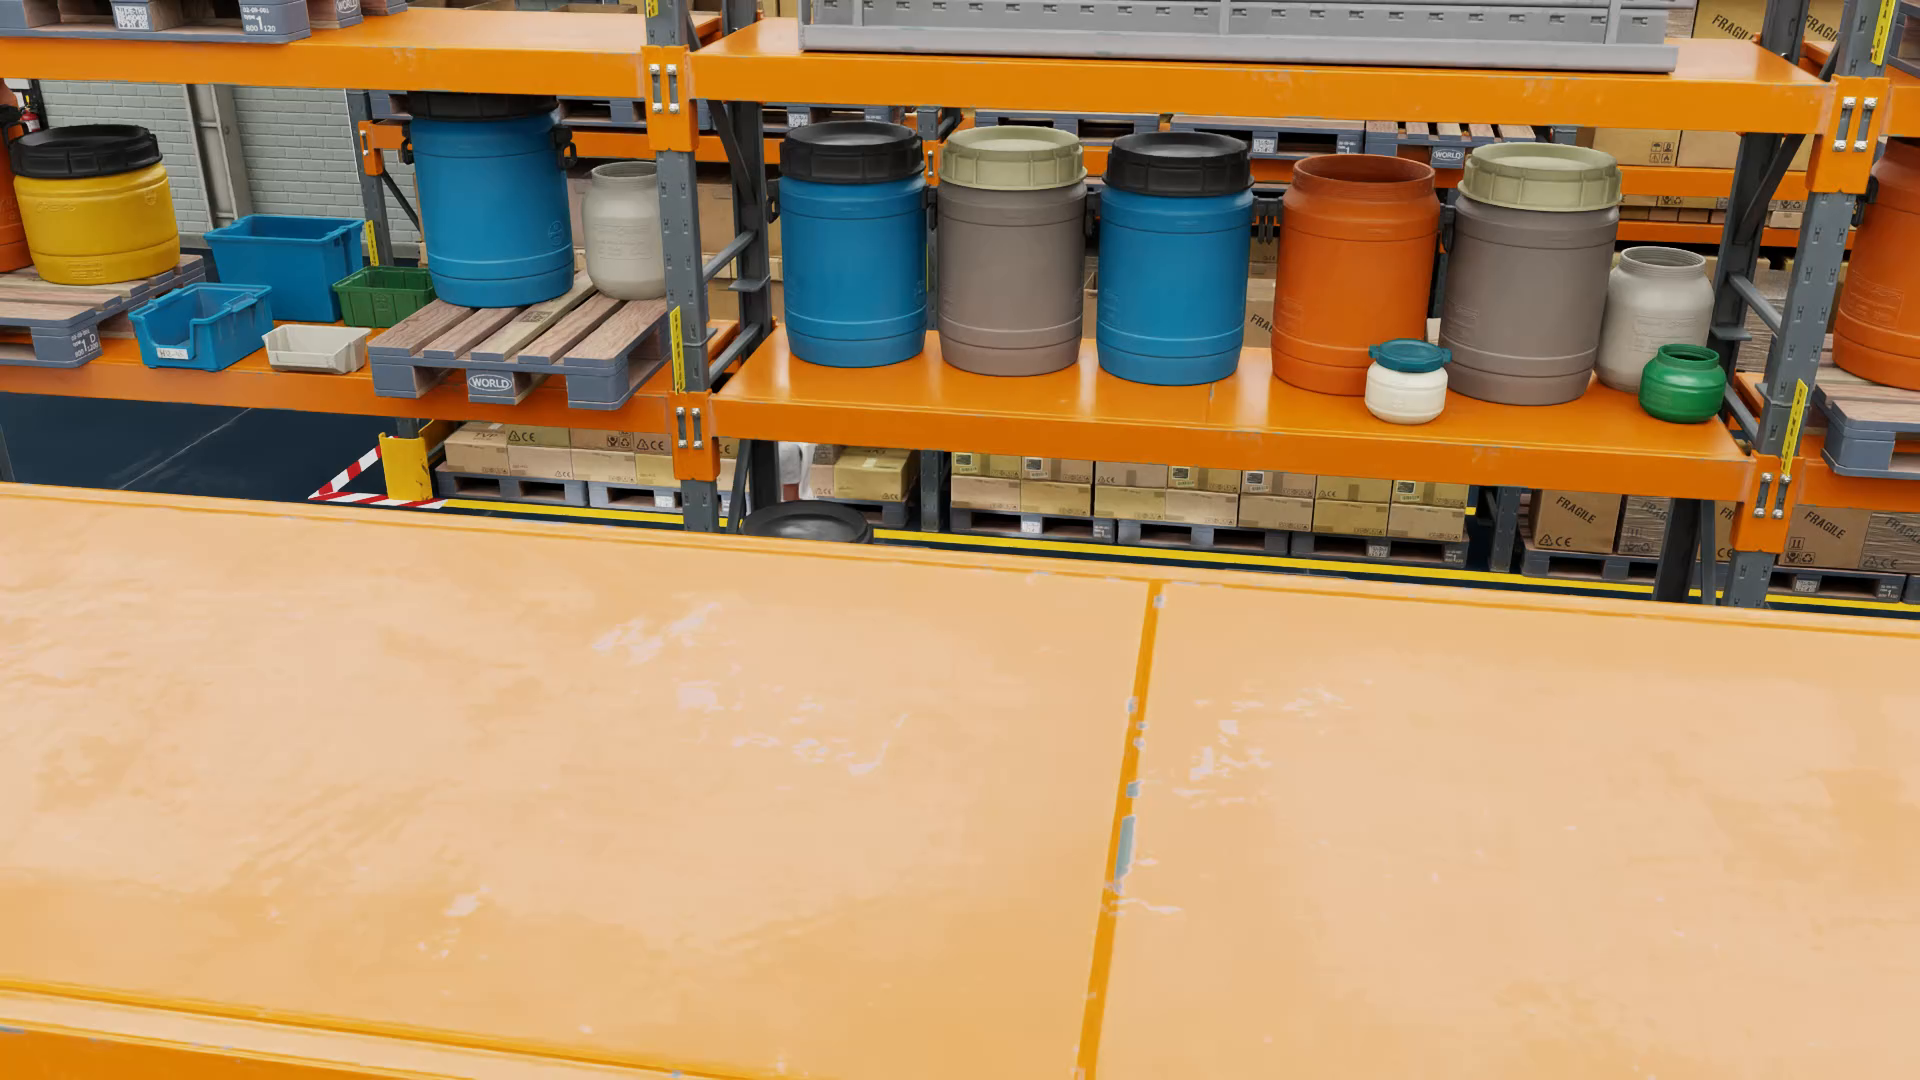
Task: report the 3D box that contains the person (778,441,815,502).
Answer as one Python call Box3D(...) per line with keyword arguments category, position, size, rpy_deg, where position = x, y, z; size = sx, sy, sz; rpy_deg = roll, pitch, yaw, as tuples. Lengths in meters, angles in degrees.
Box3D(category="person", position=(-1.098, -0.098, 10.069), size=(0.450, 1.837, 0.602), rpy_deg=(2, 25, 5))
